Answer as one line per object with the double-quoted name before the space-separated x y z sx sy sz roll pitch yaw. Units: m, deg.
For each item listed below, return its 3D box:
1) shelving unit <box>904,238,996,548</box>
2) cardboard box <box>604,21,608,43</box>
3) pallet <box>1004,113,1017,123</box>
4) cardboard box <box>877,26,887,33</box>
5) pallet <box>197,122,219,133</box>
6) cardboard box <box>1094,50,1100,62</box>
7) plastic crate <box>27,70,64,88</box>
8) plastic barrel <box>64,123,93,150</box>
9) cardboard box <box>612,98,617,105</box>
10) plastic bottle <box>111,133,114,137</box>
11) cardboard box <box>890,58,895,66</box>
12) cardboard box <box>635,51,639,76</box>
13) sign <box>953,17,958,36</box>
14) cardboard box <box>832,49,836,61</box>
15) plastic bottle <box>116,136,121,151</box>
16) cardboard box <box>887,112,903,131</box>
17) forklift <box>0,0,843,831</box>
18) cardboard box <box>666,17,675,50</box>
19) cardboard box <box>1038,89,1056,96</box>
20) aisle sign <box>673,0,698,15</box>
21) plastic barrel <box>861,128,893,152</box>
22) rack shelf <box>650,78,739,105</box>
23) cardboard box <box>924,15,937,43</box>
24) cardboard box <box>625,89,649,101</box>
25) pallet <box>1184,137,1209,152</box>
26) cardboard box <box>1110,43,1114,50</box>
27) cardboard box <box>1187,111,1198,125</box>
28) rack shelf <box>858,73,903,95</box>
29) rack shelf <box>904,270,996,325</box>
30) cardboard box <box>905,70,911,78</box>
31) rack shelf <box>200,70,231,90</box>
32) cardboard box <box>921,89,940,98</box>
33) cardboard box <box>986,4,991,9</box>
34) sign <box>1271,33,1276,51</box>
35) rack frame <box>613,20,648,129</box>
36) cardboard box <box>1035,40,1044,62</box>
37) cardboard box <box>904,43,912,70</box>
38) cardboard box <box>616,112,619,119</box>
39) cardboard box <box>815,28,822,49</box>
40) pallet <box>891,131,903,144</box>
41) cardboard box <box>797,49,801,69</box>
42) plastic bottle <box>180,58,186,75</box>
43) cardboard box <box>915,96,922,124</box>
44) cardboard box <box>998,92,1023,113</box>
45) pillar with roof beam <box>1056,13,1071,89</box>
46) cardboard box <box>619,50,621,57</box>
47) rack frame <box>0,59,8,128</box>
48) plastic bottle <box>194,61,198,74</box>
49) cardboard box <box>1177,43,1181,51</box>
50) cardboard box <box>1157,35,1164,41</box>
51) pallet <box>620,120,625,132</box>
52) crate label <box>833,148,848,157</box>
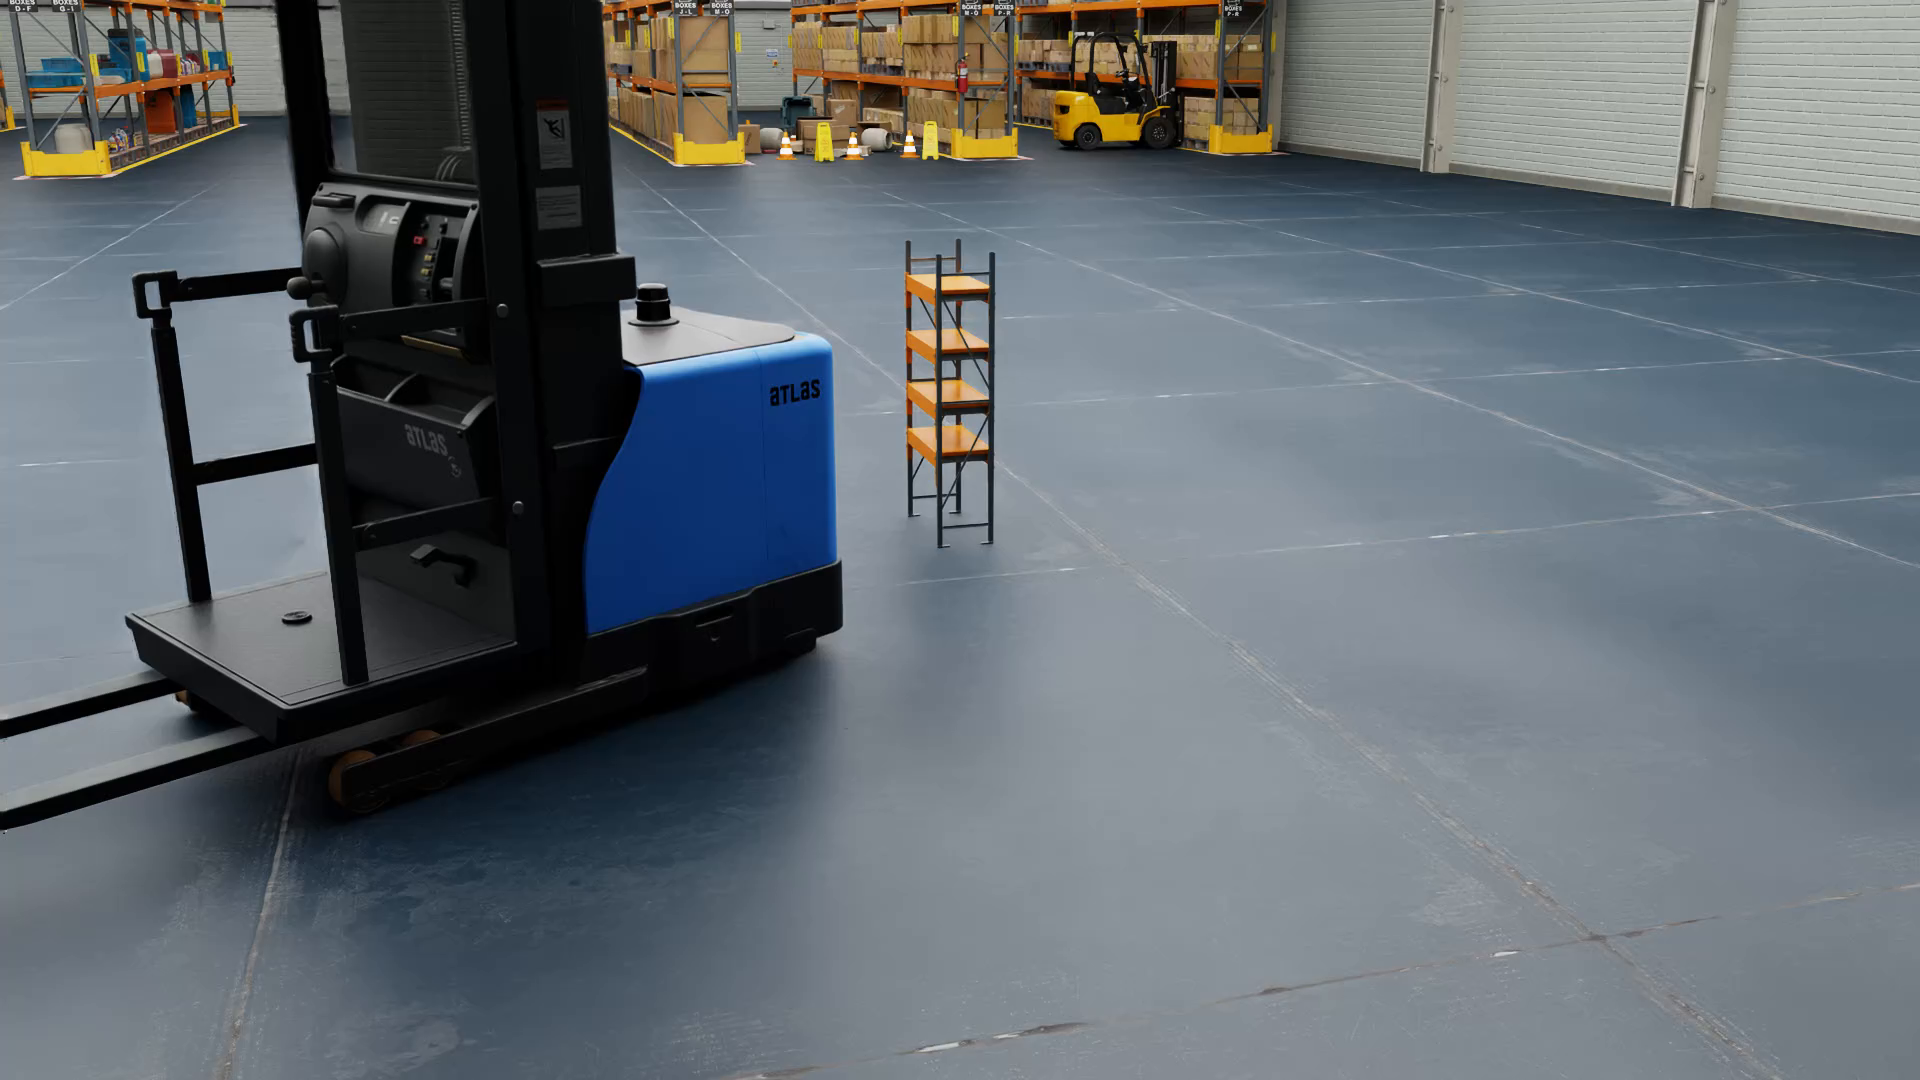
"shelving unit" -0.045 -0.620 6.932 0.258 1.200 0.503 -5 17 -15
"cardboard box" -8.390 -12.401 40.592 0.500 0.500 0.500 -5 18 -17
"pallet" 1.747 -10.863 42.748 1.003 0.211 1.213 -5 17 -15
"cardboard box" -1.638 -11.191 37.081 0.500 0.500 0.500 -5 18 -17
"pallet" -17.367 -9.305 37.561 1.003 0.211 1.213 -5 17 -15
"cardboard box" 3.184 -10.643 36.560 0.500 0.250 0.500 -5 17 -17
"plastic crate" -14.255 -7.164 25.846 0.499 0.251 0.616 -5 17 -15
"plastic barrel" -14.222 -6.445 26.787 0.421 0.512 0.421 0 17 0
"cardboard box" -8.260 -10.675 40.469 0.380 0.149 0.250 -6 18 -18
"plastic bottle" -14.395 -6.785 28.283 0.061 0.283 0.133 -5 17 -15
"cardboard box" -1.206 -9.746 33.890 0.380 0.149 0.250 -5 17 -16
"cardboard box" -6.325 -9.711 33.894 0.500 0.500 0.500 -5 17 -15
"sign" -0.078 -8.963 29.015 0.100 0.325 0.005 -5 17 -15
"cardboard box" -2.704 -11.355 38.930 0.500 0.250 0.500 -4 17 -15
"plastic bottle" -14.123 -6.645 27.839 0.097 0.271 0.097 0 17 0
"cardboard box" -0.986 -8.688 34.499 0.950 0.372 0.625 -4 17 -12
"forklift" -1.785 -0.832 4.625 1.130 2.935 3.031 15 23 41
"cardboard box" -4.575 -8.716 28.616 0.875 0.550 0.550 -5 17 -15
"cardboard box" 2.130 -10.915 40.563 0.380 0.149 0.250 -5 17 -15
"aisle sign" -4.540 -9.078 27.440 0.394 0.787 0.004 -5 17 -15
"plastic barrel" -1.563 -7.513 31.228 0.512 0.421 0.421 7 18 23
"rack shelf" -4.821 -8.085 29.904 1.077 0.370 4.000 -5 17 -15
"cardboard box" -0.261 -9.362 30.477 0.700 0.500 0.500 -5 17 -16
"cardboard box" -7.183 -9.901 37.012 0.500 0.250 0.500 -4 17 -14
"pallet" 4.982 -7.562 31.758 1.003 0.211 1.213 -5 17 -15
"cardboard box" 3.446 -10.582 35.665 0.380 0.149 0.250 -5 17 -15
"cardboard box" 4.670 -8.062 31.758 0.500 0.250 0.500 -5 17 -16
"rack shelf" -1.188 -9.611 34.983 1.077 0.370 4.000 -5 17 -15
"rack shelf" -0.045 -0.997 6.819 0.258 0.148 0.480 -5 17 -15
"cardboard box" -0.860 -9.169 32.699 0.380 0.149 0.250 -5 17 -16
"rack shelf" -17.677 -10.648 38.438 1.077 0.370 4.000 -5 17 -15
"cardboard box" -0.540 -8.516 31.706 0.380 0.149 0.250 -4 17 -12
"cardboard box" 0.899 -14.033 43.677 0.380 0.149 0.250 -5 17 -15
"sign" 5.768 -9.184 30.669 0.100 0.325 0.005 -5 17 -15
"rack frame" -7.569 -11.195 39.009 1.000 3.000 0.127 -5 17 -15
"cardboard box" 2.210 -11.745 39.936 0.700 0.500 0.500 -5 17 -16
"cardboard box" -0.786 -9.448 32.502 0.500 0.500 0.500 -5 17 -15
"cardboard box" -8.004 -10.113 39.630 0.380 0.149 0.250 -4 17 -15
"cardboard box" -3.232 -12.250 40.608 0.500 0.500 0.500 -5 17 -16
"pallet" -0.854 -8.282 34.155 1.003 0.211 1.213 -5 17 -15
"cardboard box" -3.915 -12.476 43.097 0.500 0.500 0.500 -5 17 -16
"plastic bottle" -16.258 -9.883 34.725 0.144 0.351 0.185 -5 17 -15
"cardboard box" -0.578 -8.314 32.161 0.500 0.500 0.500 -4 17 -13
"cardboard box" 1.395 -11.415 43.355 0.700 0.500 0.500 -5 18 -17
"pillar with roof beam" -1.529 -14.805 40.597 9.100 9.000 0.400 -5 17 -15
"cardboard box" -7.193 -10.559 36.080 0.380 0.149 0.250 -4 17 -14
"rack frame" -22.991 -11.156 38.876 1.000 3.000 0.127 -5 17 -15
"plastic bottle" -16.709 -10.297 36.233 0.152 0.276 0.135 -5 17 -15
"cardboard box" 4.374 -9.616 32.448 0.380 0.149 0.250 -5 17 -16
"cardboard box" 4.145 -9.970 33.112 0.380 0.149 0.250 -4 17 -14
"pallet" -7.353 -9.645 38.693 1.003 0.211 1.213 -5 17 -15
"crate label" -2.147 -6.972 29.925 0.298 0.136 0.250 16 23 42
